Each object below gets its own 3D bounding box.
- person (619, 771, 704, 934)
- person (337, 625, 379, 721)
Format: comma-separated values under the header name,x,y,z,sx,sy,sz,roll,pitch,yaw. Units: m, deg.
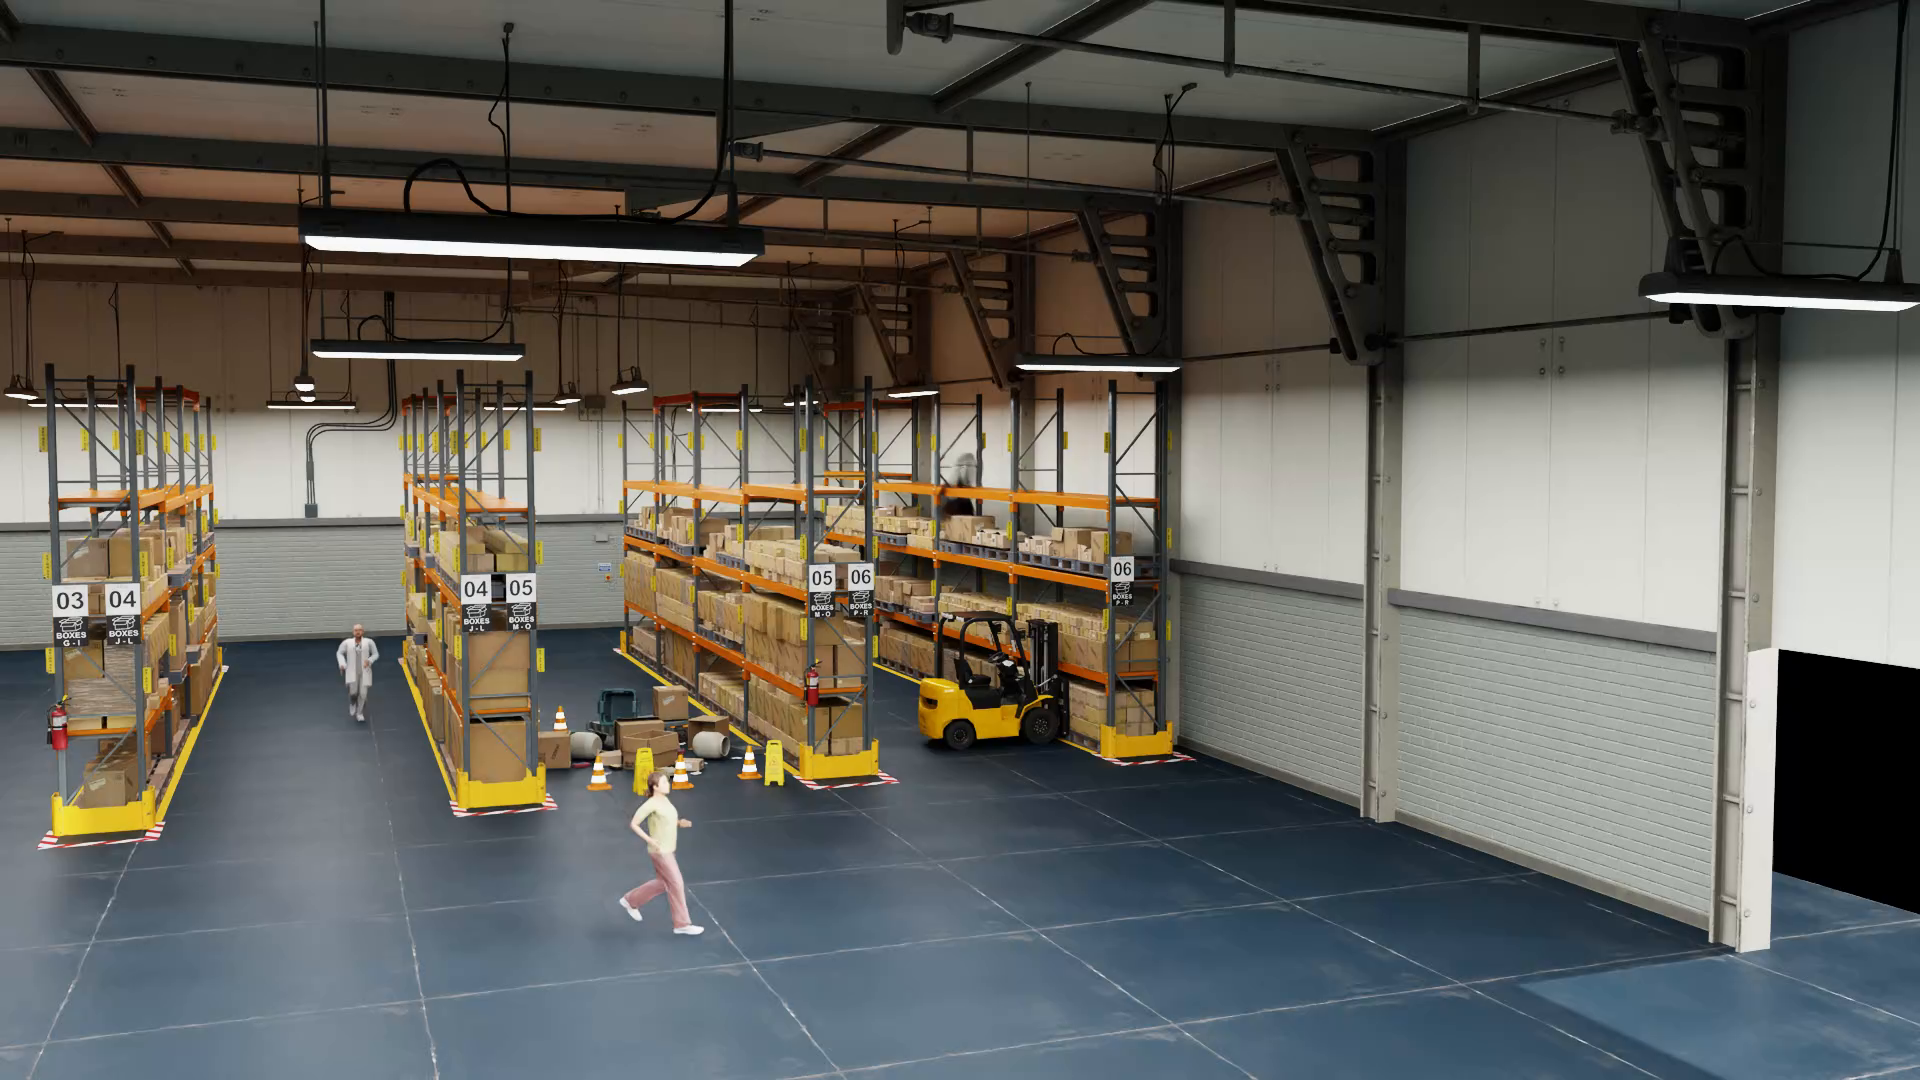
name,x,y,z,sx,sy,sz,roll,pitch,yaw
person,-3.057,3.171,16.935,0.929,1.645,0.585,1,3,11
person,-10.816,2.390,29.904,0.715,1.732,0.624,-1,4,-22
